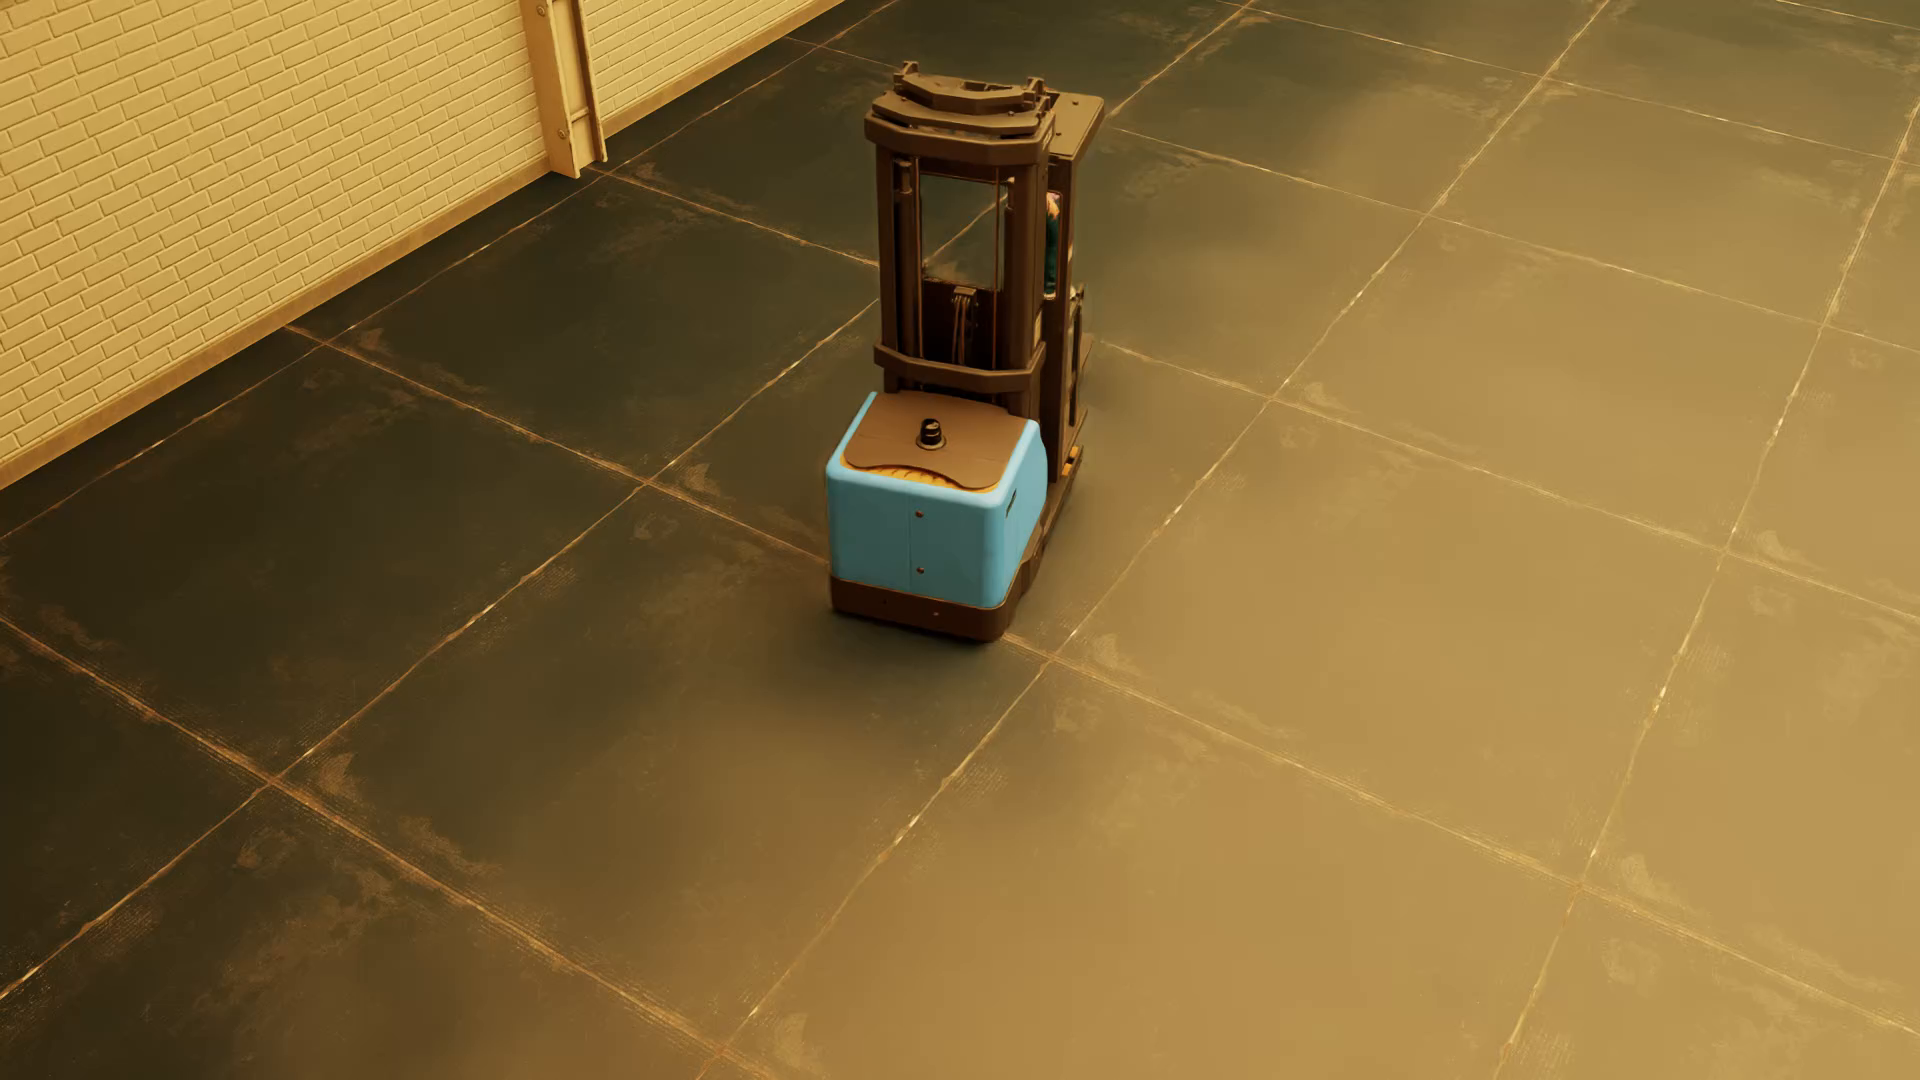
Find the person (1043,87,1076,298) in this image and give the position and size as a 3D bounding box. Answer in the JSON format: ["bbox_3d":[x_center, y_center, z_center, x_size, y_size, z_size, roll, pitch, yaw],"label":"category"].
[{"bbox_3d":[0.620,-2.488,11.955,0.461,1.580,0.621,-5,41,-6],"label":"person"}]

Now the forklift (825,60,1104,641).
[{"bbox_3d":[0.164,-1.509,9.748,1.130,2.935,3.031,11,42,13],"label":"forklift"}]
